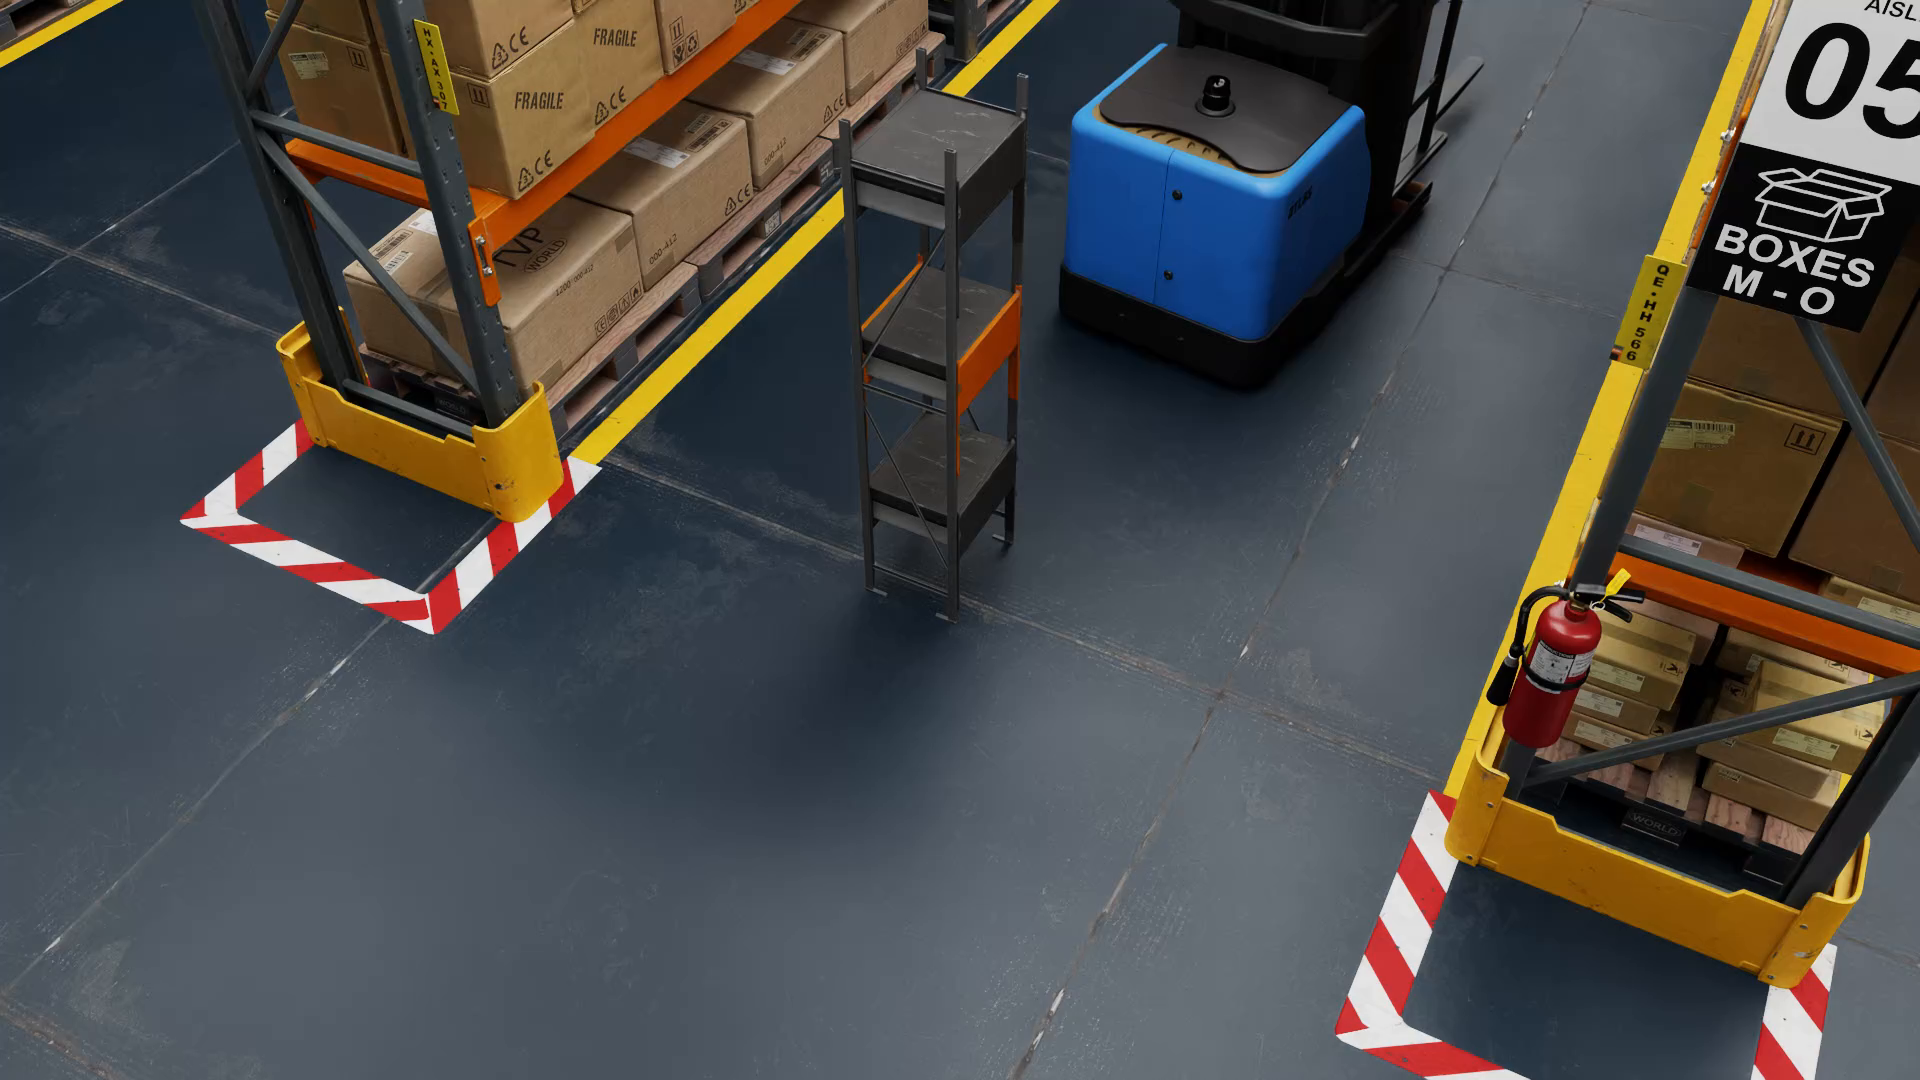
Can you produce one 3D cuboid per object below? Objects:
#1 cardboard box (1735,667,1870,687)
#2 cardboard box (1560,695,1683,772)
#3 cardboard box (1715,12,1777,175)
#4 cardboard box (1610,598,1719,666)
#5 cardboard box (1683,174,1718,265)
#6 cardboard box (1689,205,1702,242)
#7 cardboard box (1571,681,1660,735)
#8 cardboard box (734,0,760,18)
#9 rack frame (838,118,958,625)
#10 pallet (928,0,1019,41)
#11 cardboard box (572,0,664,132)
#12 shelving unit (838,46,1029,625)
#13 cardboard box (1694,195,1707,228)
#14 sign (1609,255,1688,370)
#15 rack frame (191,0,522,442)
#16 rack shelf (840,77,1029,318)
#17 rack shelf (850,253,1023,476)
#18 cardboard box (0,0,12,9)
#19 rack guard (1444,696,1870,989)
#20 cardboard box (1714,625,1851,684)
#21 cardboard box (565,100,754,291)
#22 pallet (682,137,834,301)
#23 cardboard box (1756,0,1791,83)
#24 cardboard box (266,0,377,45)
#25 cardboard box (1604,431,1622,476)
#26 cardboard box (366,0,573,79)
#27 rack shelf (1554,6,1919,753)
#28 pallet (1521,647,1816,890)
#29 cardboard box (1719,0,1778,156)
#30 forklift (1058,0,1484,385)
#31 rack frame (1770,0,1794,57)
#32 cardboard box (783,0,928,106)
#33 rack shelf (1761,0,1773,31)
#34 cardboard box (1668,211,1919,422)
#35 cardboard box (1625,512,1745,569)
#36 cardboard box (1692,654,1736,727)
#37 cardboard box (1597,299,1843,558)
[{"bbox_3d":[2.851,0.498,5.649,0.380,0.149,0.250,20,49,19],"label":"cardboard box"},{"bbox_3d":[2.263,0.602,5.756,0.380,0.149,0.250,21,49,20],"label":"cardboard box"},{"bbox_3d":[2.664,-1.364,5.006,0.500,0.500,0.500,23,50,21],"label":"cardboard box"},{"bbox_3d":[2.392,0.236,5.698,0.380,0.149,0.250,21,49,20],"label":"cardboard box"},{"bbox_3d":[2.655,-1.006,5.355,0.500,0.500,0.500,21,49,19],"label":"cardboard box"},{"bbox_3d":[3.607,-1.395,7.728,0.380,0.149,0.250,18,48,17],"label":"cardboard box"},{"bbox_3d":[2.196,0.471,5.676,0.380,0.149,0.250,19,48,18],"label":"cardboard box"},{"bbox_3d":[-1.071,-2.629,7.169,0.500,0.500,0.500,22,49,20],"label":"cardboard box"},{"bbox_3d":[-0.190,-0.480,5.748,0.400,2.100,0.015,20,49,19],"label":"rack frame"},{"bbox_3d":[-0.080,-3.474,10.035,1.003,0.211,1.213,20,49,19],"label":"pallet"},{"bbox_3d":[-1.541,-1.994,6.541,0.500,0.500,0.500,20,49,19],"label":"cardboard box"},{"bbox_3d":[-0.077,-0.634,5.900,0.431,2.100,0.503,20,49,19],"label":"shelving unit"},{"bbox_3d":[3.608,-1.500,7.623,0.380,0.149,0.250,23,50,21],"label":"cardboard box"},{"bbox_3d":[1.721,-0.566,4.165,0.100,0.325,0.005,20,49,19],"label":"sign"},{"bbox_3d":[-2.228,-1.423,6.048,1.000,3.000,0.127,20,49,19],"label":"rack frame"},{"bbox_3d":[-0.077,-1.116,5.412,0.431,0.518,0.480,20,49,19],"label":"rack shelf"},{"bbox_3d":[-0.077,-0.624,5.910,0.431,0.518,0.480,20,49,19],"label":"rack shelf"},{"bbox_3d":[-5.827,-3.208,9.274,0.700,0.500,0.500,22,49,21],"label":"cardboard box"},{"bbox_3d":[2.239,0.978,5.432,1.175,0.500,0.348,20,49,19],"label":"rack guard"},{"bbox_3d":[2.769,0.362,5.574,0.380,0.149,0.250,21,49,20],"label":"cardboard box"},{"bbox_3d":[-1.593,-1.698,7.826,0.875,0.438,0.875,22,49,20],"label":"cardboard box"},{"bbox_3d":[-1.359,-1.738,8.319,1.003,0.211,1.213,20,49,19],"label":"pallet"},{"bbox_3d":[2.180,-1.228,3.851,0.500,0.250,0.500,19,48,18],"label":"cardboard box"},{"bbox_3d":[-2.215,-2.192,6.034,0.500,0.500,0.500,22,49,20],"label":"cardboard box"},{"bbox_3d":[2.652,-0.298,6.227,0.380,0.149,0.250,22,49,20],"label":"cardboard box"},{"bbox_3d":[-1.753,-2.018,5.862,0.500,0.500,0.500,19,48,18],"label":"cardboard box"},{"bbox_3d":[3.132,-0.860,5.996,1.077,0.370,4.000,20,49,19],"label":"rack shelf"},{"bbox_3d":[2.647,0.580,6.029,1.003,0.211,1.213,20,49,19],"label":"pallet"},{"bbox_3d":[3.118,-1.664,6.006,0.500,0.500,0.500,19,48,18],"label":"cardboard box"},{"bbox_3d":[1.707,-2.730,7.387,1.130,2.935,3.031,26,51,24],"label":"forklift"},{"bbox_3d":[2.203,-1.961,2.361,1.000,3.000,0.127,20,49,19],"label":"rack frame"},{"bbox_3d":[-0.758,-2.830,8.944,0.875,0.438,0.875,20,49,19],"label":"cardboard box"},{"bbox_3d":[4.989,-3.379,8.487,1.077,0.370,4.000,20,49,19],"label":"rack shelf"},{"bbox_3d":[2.195,-0.714,4.364,0.500,0.500,0.500,20,49,18],"label":"cardboard box"},{"bbox_3d":[2.104,-0.063,4.880,0.380,0.149,0.250,21,49,19],"label":"cardboard box"},{"bbox_3d":[2.779,0.586,5.771,0.380,0.149,0.250,20,49,19],"label":"cardboard box"},{"bbox_3d":[2.184,-0.360,4.718,0.500,0.500,0.500,21,49,20],"label":"cardboard box"}]
